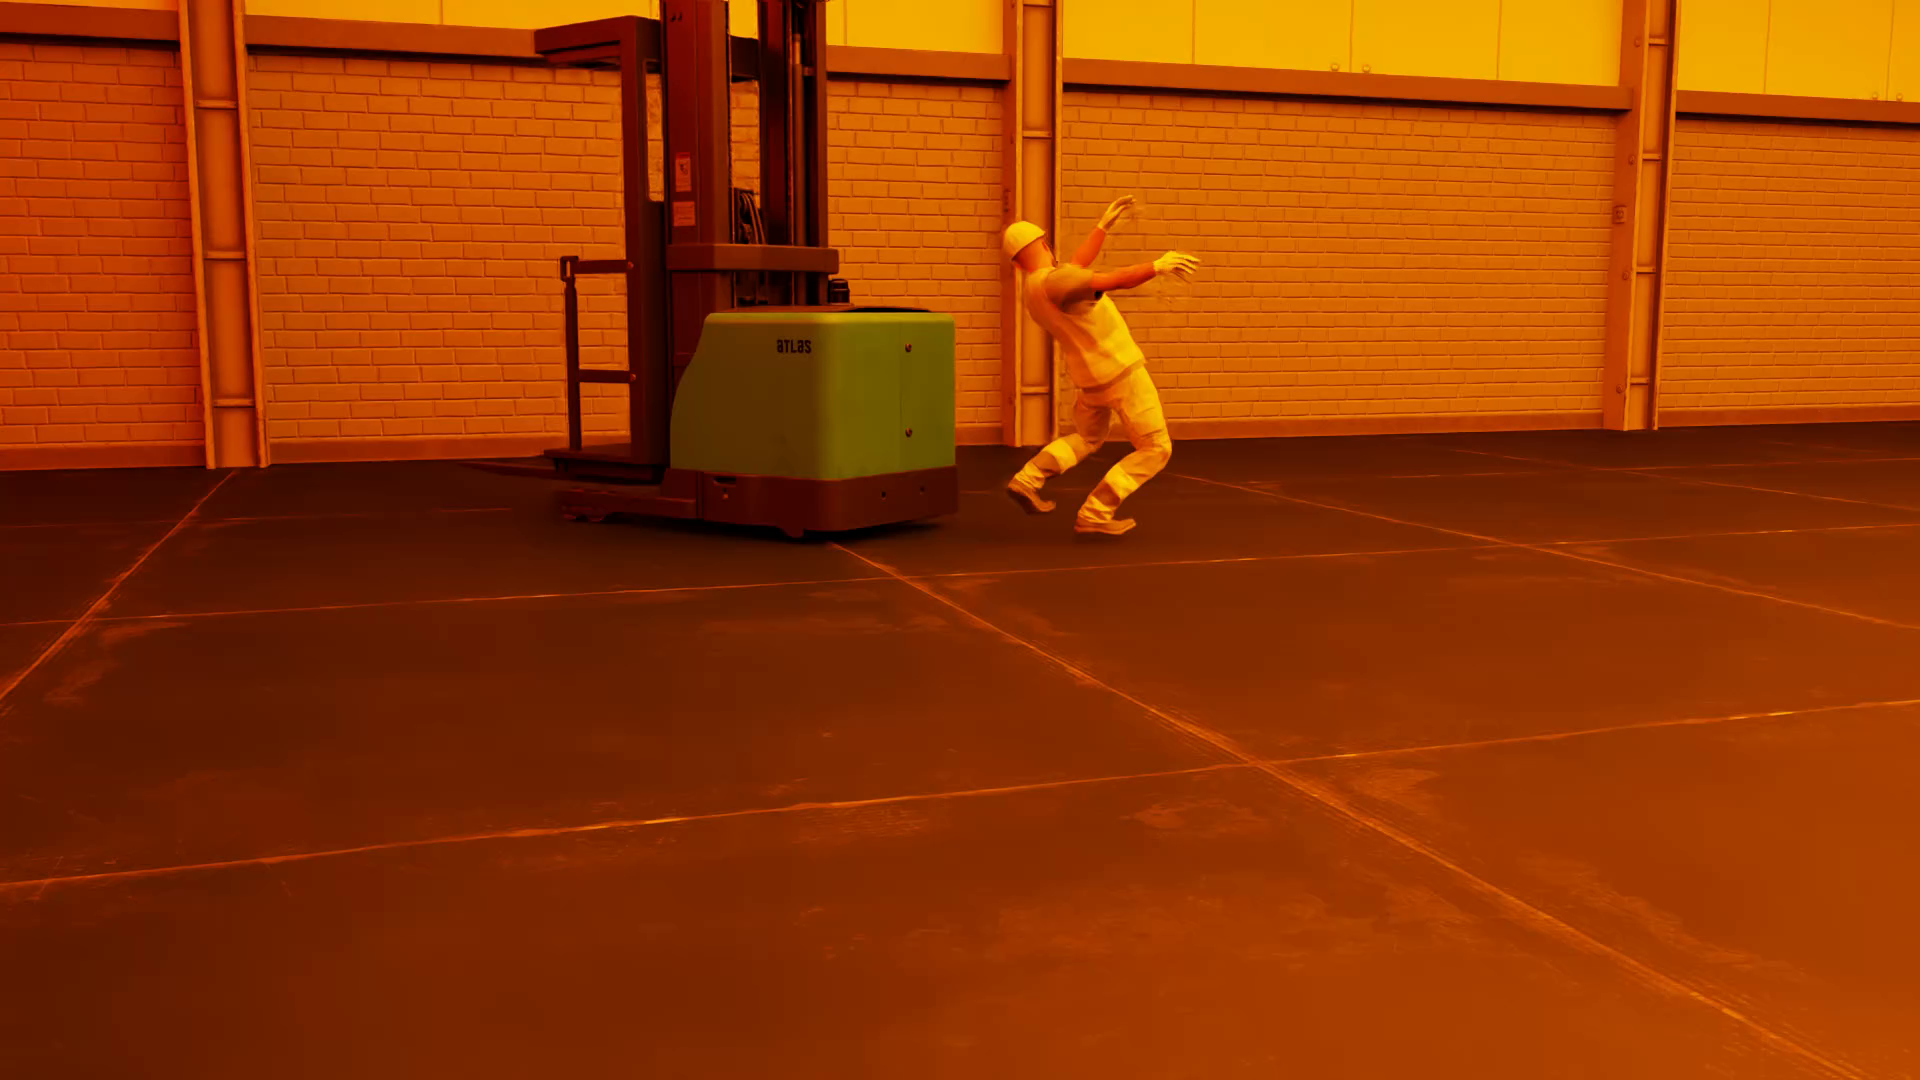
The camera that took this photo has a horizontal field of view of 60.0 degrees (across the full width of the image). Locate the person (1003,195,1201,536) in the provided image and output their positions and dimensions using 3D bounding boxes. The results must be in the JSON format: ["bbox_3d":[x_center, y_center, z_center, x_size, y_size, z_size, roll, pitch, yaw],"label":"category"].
[{"bbox_3d":[0.657,-0.816,7.748,0.700,1.604,1.081,-4,9,-25],"label":"person"}]

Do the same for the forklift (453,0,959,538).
[{"bbox_3d":[-1.495,-1.592,8.753,3.031,2.935,1.130,6,10,36],"label":"forklift"}]
